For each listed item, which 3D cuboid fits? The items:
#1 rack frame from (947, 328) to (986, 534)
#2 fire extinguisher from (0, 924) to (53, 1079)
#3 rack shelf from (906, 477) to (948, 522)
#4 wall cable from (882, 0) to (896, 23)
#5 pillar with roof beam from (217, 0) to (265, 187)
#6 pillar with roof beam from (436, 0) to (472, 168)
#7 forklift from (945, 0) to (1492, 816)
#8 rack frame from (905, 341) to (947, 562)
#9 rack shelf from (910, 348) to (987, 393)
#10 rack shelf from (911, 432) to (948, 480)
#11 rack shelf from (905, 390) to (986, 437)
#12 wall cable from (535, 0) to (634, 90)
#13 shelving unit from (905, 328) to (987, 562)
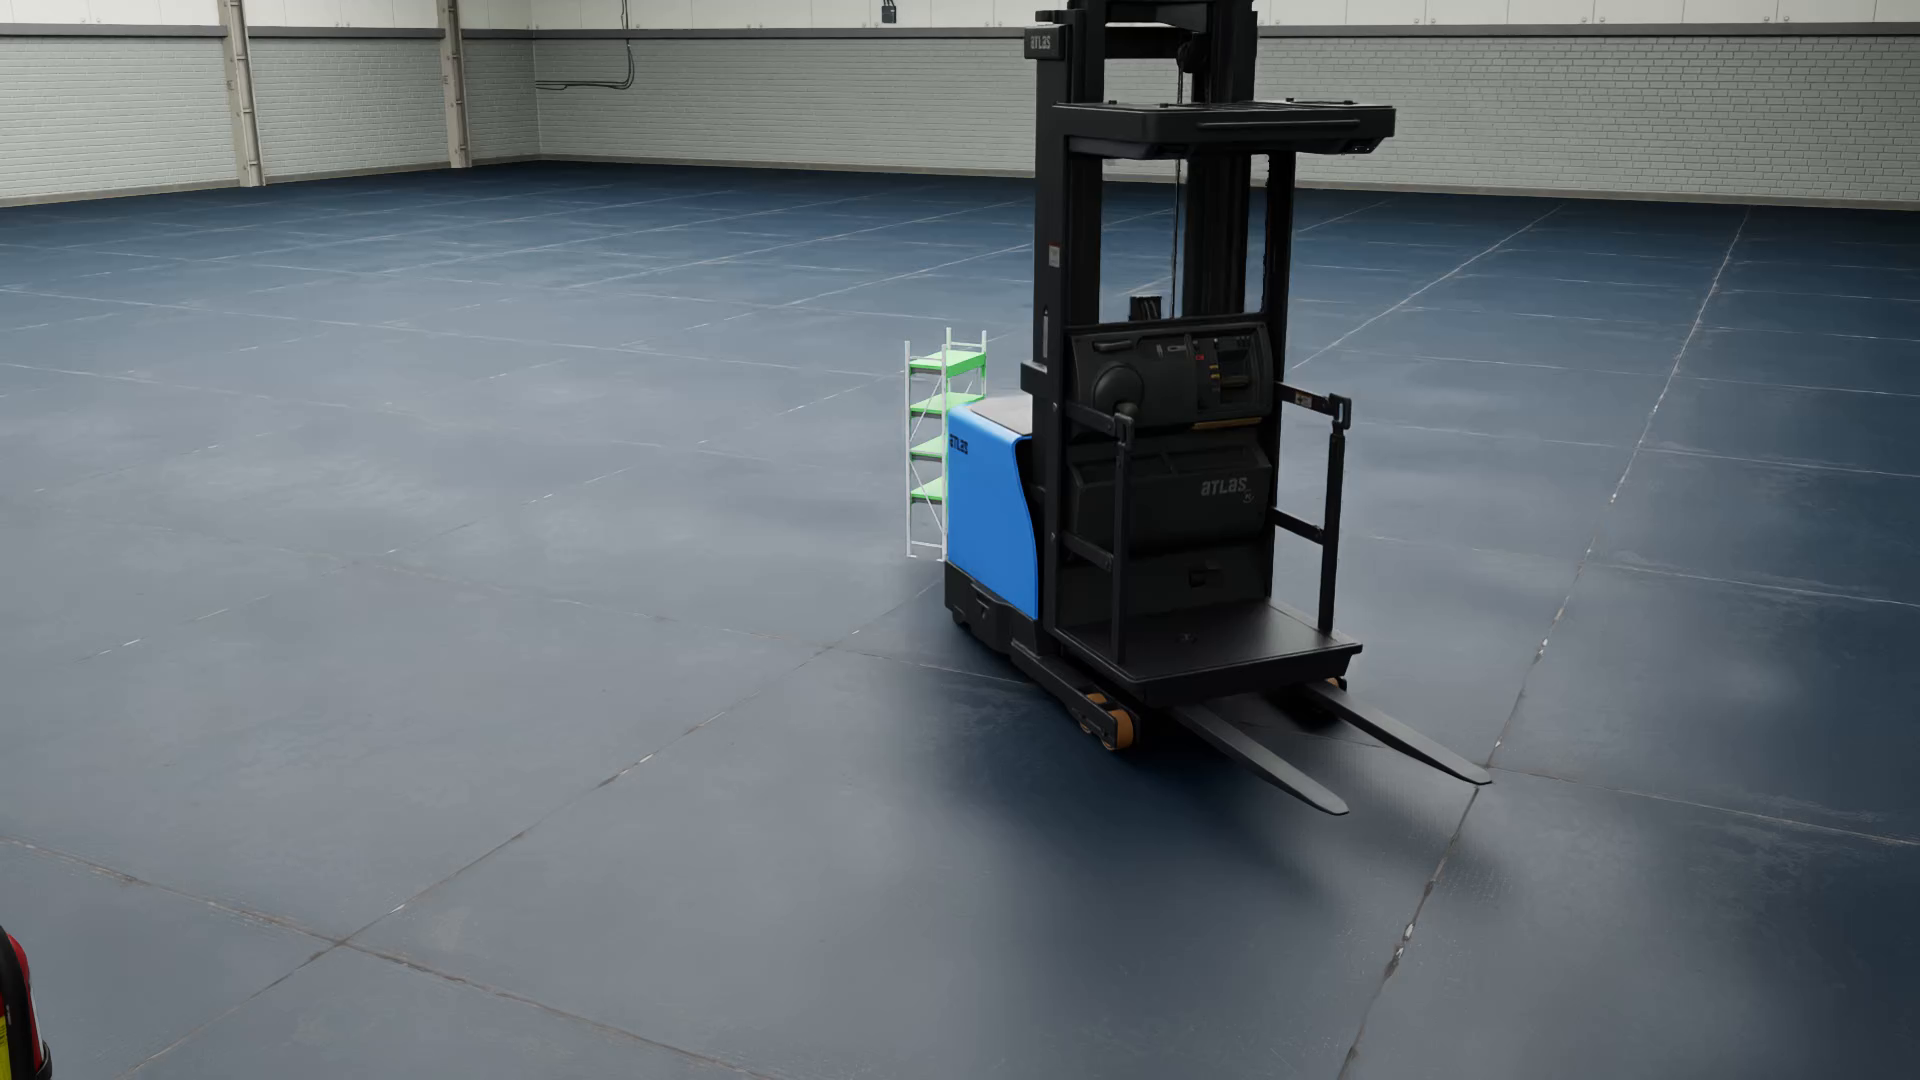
[{"bbox_3d":[0.035,-0.595,9.421,0.240,1.200,0.015,8,18,25],"label":"rack frame"},{"bbox_3d":[-1.294,0.661,2.165,0.296,0.674,0.183,8,18,25],"label":"fire extinguisher"},{"bbox_3d":[-0.074,-0.242,9.298,0.258,0.148,0.480,8,18,25],"label":"rack shelf"},{"bbox_3d":[-0.658,-14.013,34.924,2.305,6.003,0.169,8,18,25],"label":"wall cable"},{"bbox_3d":[-10.473,-10.936,30.539,9.100,9.000,0.400,8,18,25],"label":"pillar with roof beam"},{"bbox_3d":[-7.791,-12.464,35.685,9.100,9.000,0.400,8,18,25],"label":"pillar with roof beam"},{"bbox_3d":[0.975,-0.697,6.722,1.130,2.935,3.031,-7,18,-22],"label":"forklift"},{"bbox_3d":[-0.183,-0.471,9.002,0.240,1.200,0.015,8,18,25],"label":"rack frame"},{"bbox_3d":[-0.074,-0.932,9.093,0.258,0.148,0.480,8,18,25],"label":"rack shelf"},{"bbox_3d":[-0.074,-0.472,9.230,0.258,0.148,0.480,8,18,25],"label":"rack shelf"},{"bbox_3d":[-0.074,-0.702,9.161,0.258,0.148,0.480,8,18,25],"label":"rack shelf"},{"bbox_3d":[-9.143,-12.106,39.931,3.097,2.526,0.112,8,18,25],"label":"wall cable"},{"bbox_3d":[-0.074,-0.533,9.212,0.258,1.200,0.503,8,18,25],"label":"shelving unit"}]
